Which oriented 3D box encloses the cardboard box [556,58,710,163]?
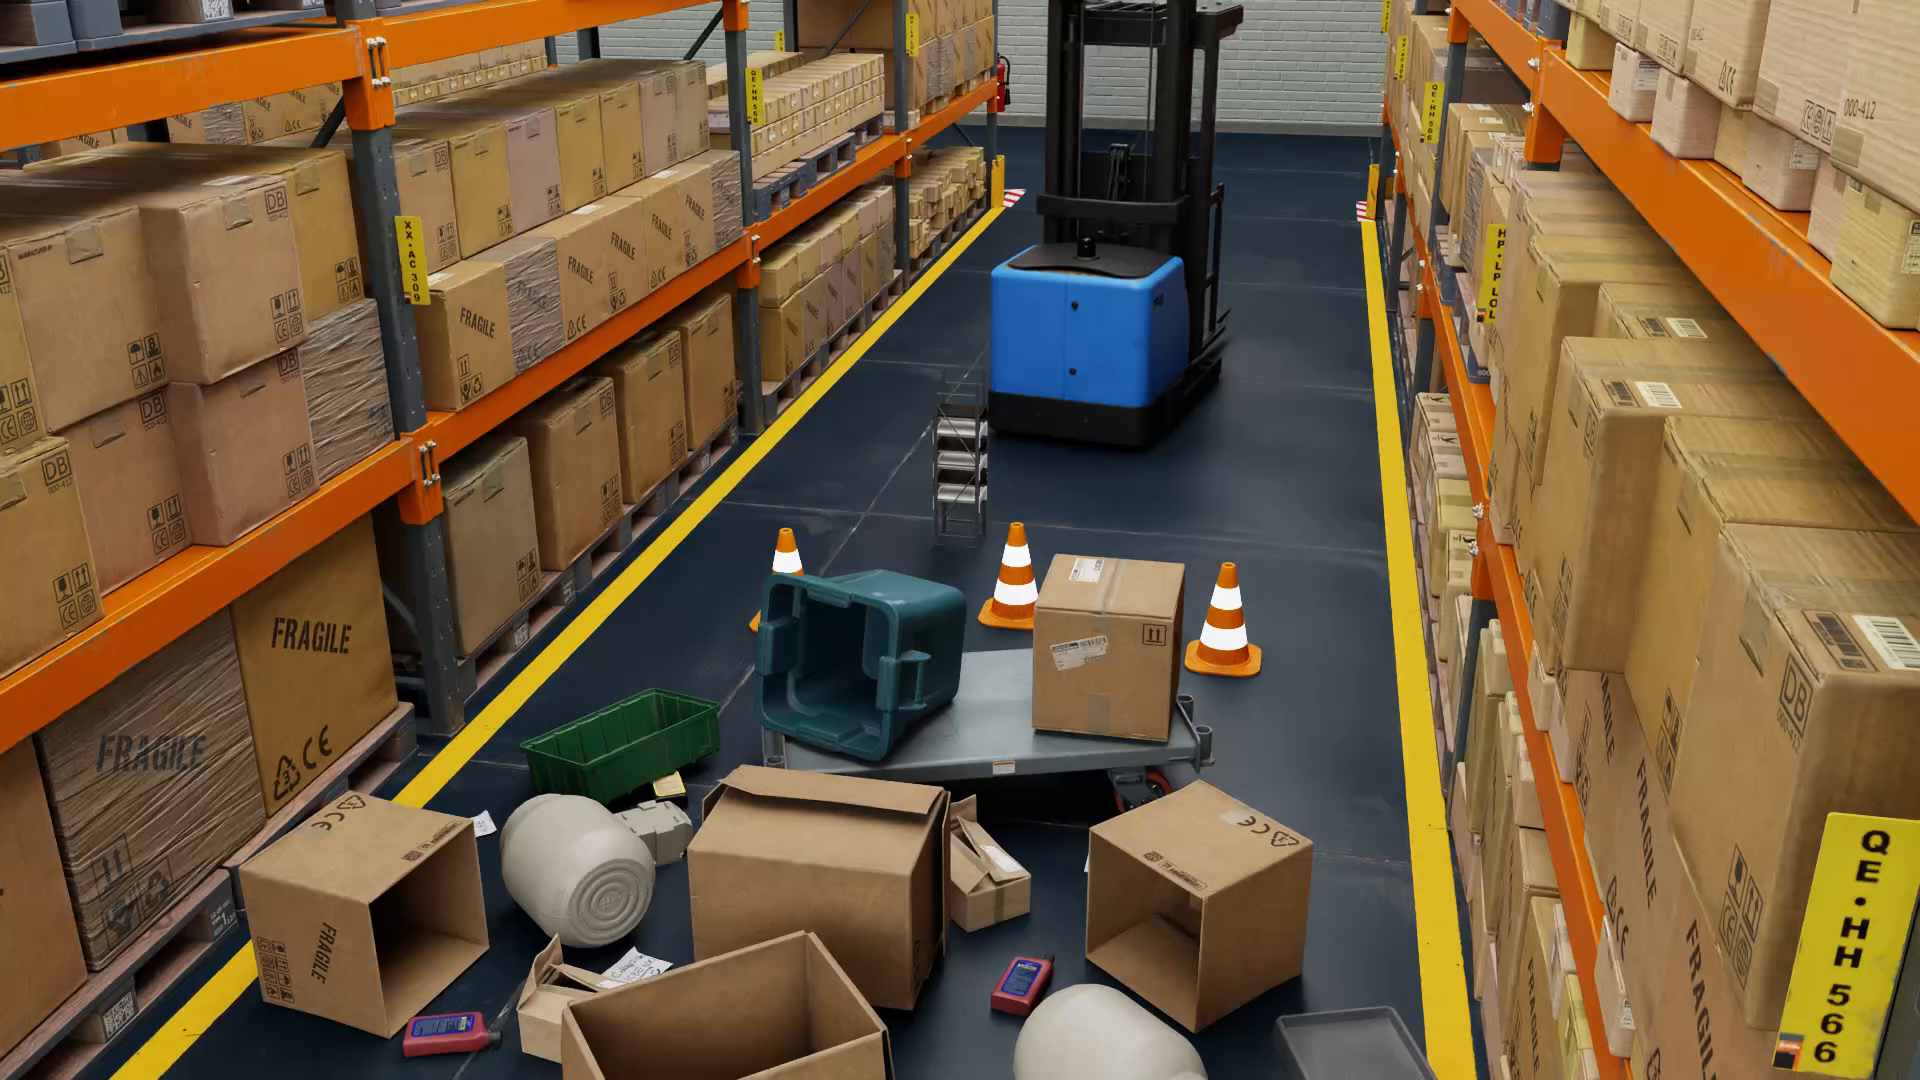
[{"bbox_3d":[-1.845,-2.441,9.428,0.700,0.500,0.500,4,22,11],"label":"cardboard box"}]

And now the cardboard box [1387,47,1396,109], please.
[{"bbox_3d":[4.179,-4.201,15.136,0.500,0.500,0.500,4,22,11],"label":"cardboard box"}]

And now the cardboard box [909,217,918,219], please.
[{"bbox_3d":[-0.577,-2.776,14.586,0.380,0.149,0.250,5,22,11],"label":"cardboard box"}]

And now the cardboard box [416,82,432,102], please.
[{"bbox_3d":[-5.218,-4.228,15.672,0.380,0.149,0.250,4,22,9],"label":"cardboard box"}]

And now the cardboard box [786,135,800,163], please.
[{"bbox_3d":[-1.292,-2.617,11.110,0.380,0.149,0.250,5,23,13],"label":"cardboard box"}]

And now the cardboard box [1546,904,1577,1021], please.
[{"bbox_3d":[1.517,0.963,3.693,0.380,0.149,0.250,5,23,13],"label":"cardboard box"}]

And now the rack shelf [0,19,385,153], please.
[{"bbox_3d":[-2.968,-0.958,4.165,1.077,0.370,4.000,4,22,11],"label":"rack shelf"}]

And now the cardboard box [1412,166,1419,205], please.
[{"bbox_3d":[3.179,-2.260,10.652,0.500,0.250,0.500,4,22,10],"label":"cardboard box"}]

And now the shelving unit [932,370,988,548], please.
[{"bbox_3d":[0.002,-0.420,8.693,0.258,0.900,0.210,4,22,11],"label":"shelving unit"}]

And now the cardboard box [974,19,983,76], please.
[{"bbox_3d":[-0.061,-4.833,16.306,0.500,0.500,0.500,4,22,10],"label":"cardboard box"}]

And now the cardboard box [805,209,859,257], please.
[{"bbox_3d":[-1.044,-2.268,12.249,0.500,0.250,0.500,3,22,9],"label":"cardboard box"}]

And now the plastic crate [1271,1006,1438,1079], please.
[{"bbox_3d":[1.183,1.575,4.837,0.402,0.080,0.583,-3,22,-8],"label":"plastic crate"}]

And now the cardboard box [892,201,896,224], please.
[{"bbox_3d":[-0.654,-2.816,14.289,0.380,0.149,0.250,5,23,13],"label":"cardboard box"}]

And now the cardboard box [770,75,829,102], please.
[{"bbox_3d":[-1.139,-3.175,11.700,0.380,0.149,0.250,4,22,10],"label":"cardboard box"}]

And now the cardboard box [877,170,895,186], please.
[{"bbox_3d":[-0.758,-3.421,15.791,0.380,0.149,0.250,5,22,11],"label":"cardboard box"}]

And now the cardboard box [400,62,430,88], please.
[{"bbox_3d":[-5.304,-4.374,15.503,0.500,0.250,0.500,4,22,11],"label":"cardboard box"}]

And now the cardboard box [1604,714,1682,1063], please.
[{"bbox_3d":[1.438,0.585,2.854,0.500,0.500,0.500,5,22,11],"label":"cardboard box"}]

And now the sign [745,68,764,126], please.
[{"bbox_3d":[-1.200,-2.591,9.721,0.100,0.325,0.005,4,22,11],"label":"sign"}]

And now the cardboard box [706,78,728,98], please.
[{"bbox_3d":[-1.827,-3.136,11.603,0.380,0.149,0.250,6,23,14],"label":"cardboard box"}]

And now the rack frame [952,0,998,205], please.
[{"bbox_3d":[-0.111,-5.021,17.304,1.000,3.000,0.127,4,22,11],"label":"rack frame"}]

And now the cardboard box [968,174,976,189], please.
[{"bbox_3d":[-0.044,-3.626,16.697,0.380,0.149,0.250,4,22,9],"label":"cardboard box"}]

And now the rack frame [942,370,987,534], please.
[{"bbox_3d":[0.022,-0.458,8.785,0.240,0.900,0.006,4,22,11],"label":"rack frame"}]

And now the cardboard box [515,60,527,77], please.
[{"bbox_3d":[-4.801,-4.976,17.531,0.380,0.149,0.250,5,22,11],"label":"cardboard box"}]

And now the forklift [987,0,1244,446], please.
[{"bbox_3d":[1.184,-2.449,11.011,1.130,2.935,3.031,8,23,20],"label":"forklift"}]

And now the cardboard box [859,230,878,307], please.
[{"bbox_3d":[-0.937,-2.115,12.875,0.500,0.500,0.500,4,22,10],"label":"cardboard box"}]

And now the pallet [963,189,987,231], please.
[{"bbox_3d":[-0.327,-3.405,17.025,1.003,0.211,1.213,4,22,11],"label":"pallet"}]

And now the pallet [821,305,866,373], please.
[{"bbox_3d":[-1.332,-1.532,12.374,1.003,0.211,1.213,4,22,11],"label":"pallet"}]

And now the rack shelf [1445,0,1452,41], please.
[{"bbox_3d":[3.531,-3.543,10.585,1.077,0.370,4.000,4,22,11],"label":"rack shelf"}]

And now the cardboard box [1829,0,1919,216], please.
[{"bbox_3d":[1.331,-0.496,1.858,0.500,0.250,0.500,4,22,10],"label":"cardboard box"}]

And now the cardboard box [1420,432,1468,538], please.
[{"bbox_3d":[2.855,-0.254,8.424,0.950,0.372,0.625,4,22,10],"label":"cardboard box"}]

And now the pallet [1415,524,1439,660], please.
[{"bbox_3d":[2.711,0.270,7.902,1.003,0.211,1.213,4,22,11],"label":"pallet"}]

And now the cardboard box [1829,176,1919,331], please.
[{"bbox_3d":[1.308,-0.349,2.025,0.380,0.149,0.250,5,22,11],"label":"cardboard box"}]

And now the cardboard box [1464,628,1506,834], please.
[{"bbox_3d":[1.922,0.637,5.373,0.500,0.500,0.500,6,23,13],"label":"cardboard box"}]

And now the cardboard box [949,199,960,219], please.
[{"bbox_3d":[-0.210,-3.205,16.050,0.380,0.149,0.250,5,22,12],"label":"cardboard box"}]

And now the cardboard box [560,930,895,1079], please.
[{"bbox_3d":[-0.630,1.494,4.470,0.797,0.503,0.637,-11,25,-26],"label":"cardboard box"}]

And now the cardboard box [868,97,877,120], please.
[{"bbox_3d":[-0.867,-3.380,13.006,0.380,0.149,0.250,5,22,11],"label":"cardboard box"}]

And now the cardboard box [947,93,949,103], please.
[{"bbox_3d":[-0.319,-4.107,15.371,0.380,0.149,0.250,5,23,13],"label":"cardboard box"}]

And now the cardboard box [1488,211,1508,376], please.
[{"bbox_3d":[2.176,-0.857,5.872,0.500,0.500,0.500,4,22,10],"label":"cardboard box"}]

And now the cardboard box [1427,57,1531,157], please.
[{"bbox_3d":[2.972,-2.474,9.508,0.500,0.500,0.500,4,22,9],"label":"cardboard box"}]

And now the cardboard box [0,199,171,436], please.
[{"bbox_3d":[-2.912,-0.673,4.863,0.875,0.550,0.550,4,22,11],"label":"cardboard box"}]

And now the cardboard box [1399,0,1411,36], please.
[{"bbox_3d":[3.971,-4.293,14.025,0.500,0.500,0.500,5,22,12],"label":"cardboard box"}]

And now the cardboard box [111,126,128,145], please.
[{"bbox_3d":[-6.110,-2.902,11.910,0.500,0.500,0.500,4,22,9],"label":"cardboard box"}]

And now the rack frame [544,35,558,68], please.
[{"bbox_3d":[-4.946,-5.436,18.335,1.000,3.000,0.127,4,22,11],"label":"rack frame"}]

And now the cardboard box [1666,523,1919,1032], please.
[{"bbox_3d":[1.381,0.320,2.174,0.700,0.500,0.500,4,22,10],"label":"cardboard box"}]

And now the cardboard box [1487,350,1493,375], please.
[{"bbox_3d":[2.212,-0.674,6.286,0.380,0.149,0.250,4,22,9],"label":"cardboard box"}]

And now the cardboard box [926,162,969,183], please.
[{"bbox_3d":[-0.122,-3.572,16.164,0.380,0.149,0.250,5,23,13],"label":"cardboard box"}]

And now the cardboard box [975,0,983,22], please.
[{"bbox_3d":[-0.065,-5.297,16.120,0.500,0.500,0.500,4,22,9],"label":"cardboard box"}]

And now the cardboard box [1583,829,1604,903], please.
[{"bbox_3d":[1.550,0.662,3.532,0.380,0.149,0.250,4,22,10],"label":"cardboard box"}]

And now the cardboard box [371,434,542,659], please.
[{"bbox_3d":[-2.521,-0.017,7.330,1.050,0.750,0.750,4,22,11],"label":"cardboard box"}]

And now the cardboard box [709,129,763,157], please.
[{"bbox_3d":[-1.449,-2.472,10.353,0.380,0.149,0.250,5,23,13],"label":"cardboard box"}]

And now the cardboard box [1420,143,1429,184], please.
[{"bbox_3d":[3.074,-2.301,10.083,0.500,0.250,0.500,4,22,10],"label":"cardboard box"}]

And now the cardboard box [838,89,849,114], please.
[{"bbox_3d":[-1.027,-3.231,12.237,0.380,0.149,0.250,3,22,8],"label":"cardboard box"}]

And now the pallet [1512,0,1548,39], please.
[{"bbox_3d":[2.537,-1.813,5.577,1.213,0.211,1.003,4,22,11],"label":"pallet"}]
